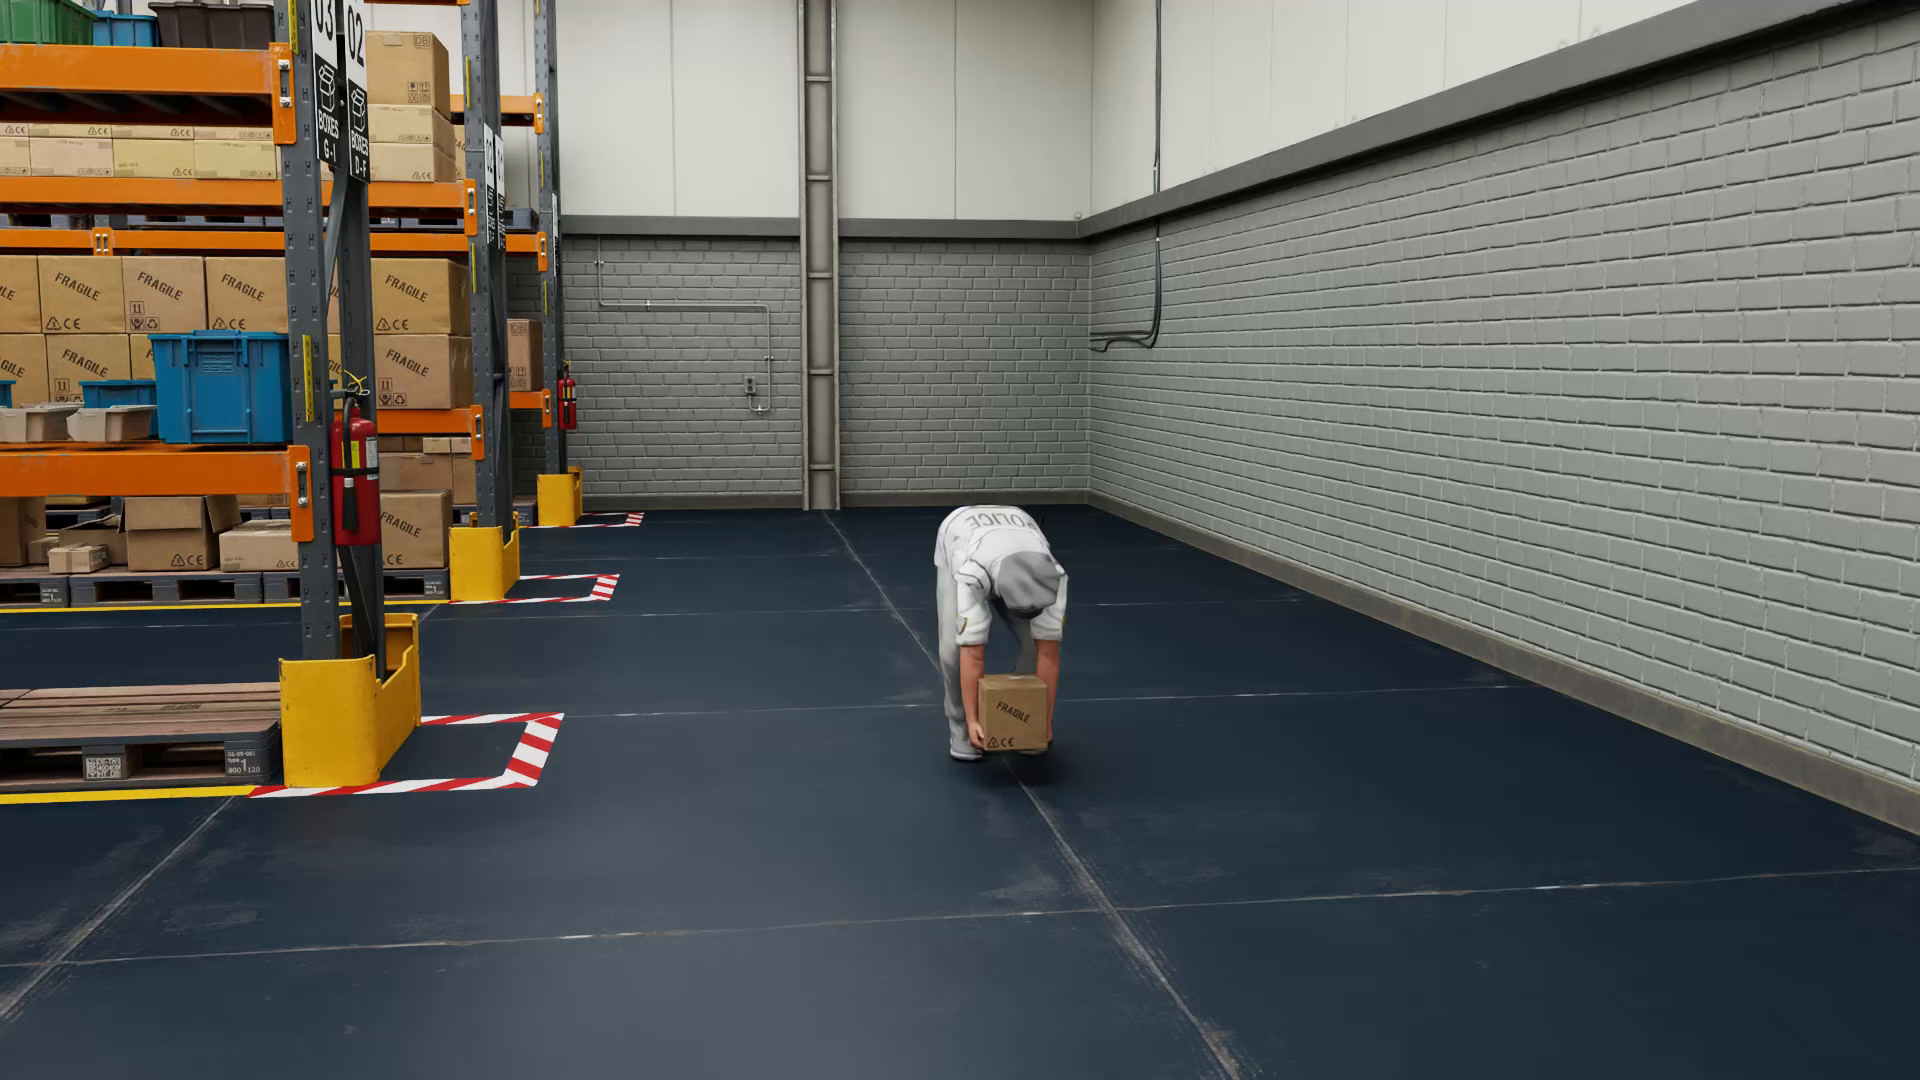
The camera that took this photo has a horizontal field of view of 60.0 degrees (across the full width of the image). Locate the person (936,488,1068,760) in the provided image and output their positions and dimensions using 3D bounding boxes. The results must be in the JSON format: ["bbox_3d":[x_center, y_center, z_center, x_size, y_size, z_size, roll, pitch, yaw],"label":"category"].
[{"bbox_3d":[0.181,0.351,6.771,0.477,1.151,1.043,-1,7,-11],"label":"person"}]
